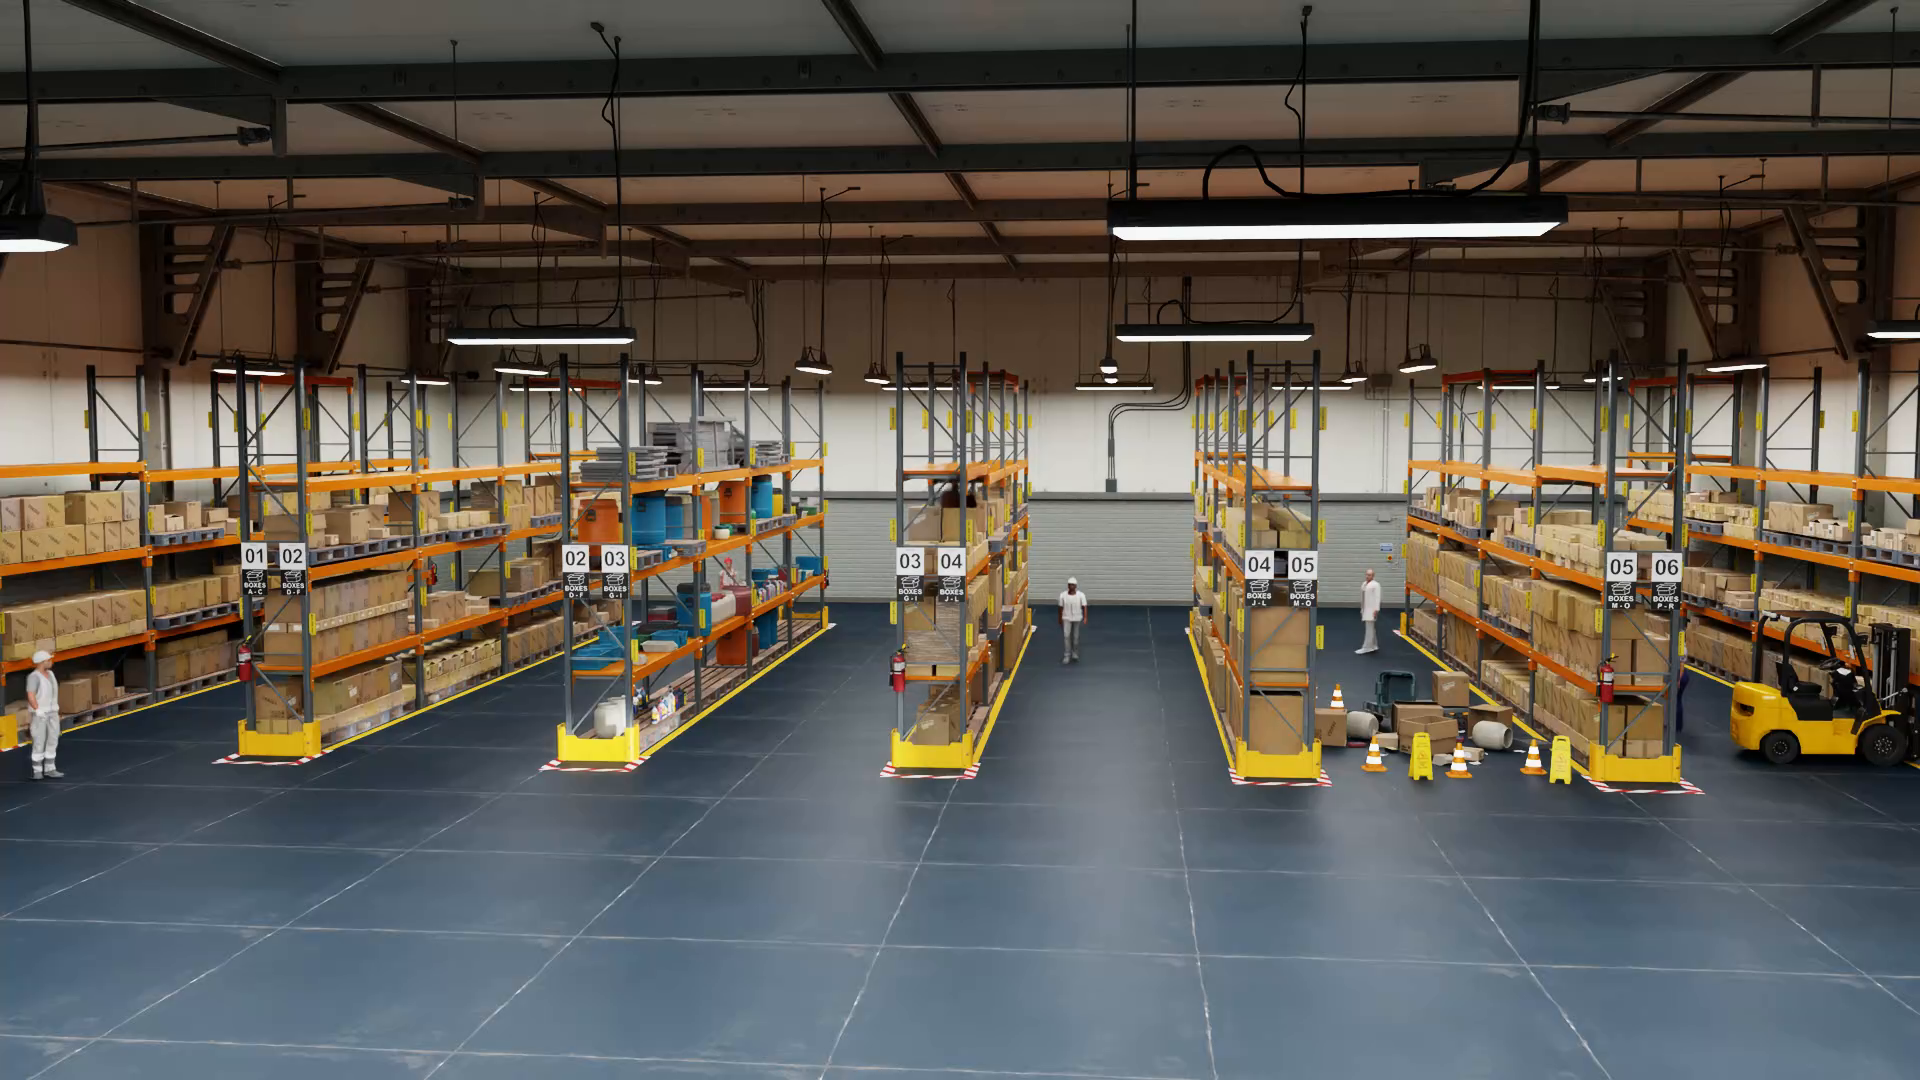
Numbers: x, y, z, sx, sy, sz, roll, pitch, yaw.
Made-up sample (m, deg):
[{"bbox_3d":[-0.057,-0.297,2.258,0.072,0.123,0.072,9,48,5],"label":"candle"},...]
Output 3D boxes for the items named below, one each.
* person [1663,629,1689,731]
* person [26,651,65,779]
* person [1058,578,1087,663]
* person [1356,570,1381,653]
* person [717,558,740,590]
[{"bbox_3d":[11.609,2.289,27.036,0.432,1.693,0.562,3,5,35],"label":"person"},{"bbox_3d":[-12.792,2.461,23.306,0.618,1.820,0.664,1,4,20],"label":"person"},{"bbox_3d":[2.352,1.652,34.621,0.597,1.718,0.958,0,4,2],"label":"person"},{"bbox_3d":[8.850,1.648,36.208,0.580,1.599,0.600,-1,4,-8],"label":"person"},{"bbox_3d":[-5.542,1.291,39.914,0.626,1.738,0.957,1,4,13],"label":"person"}]
